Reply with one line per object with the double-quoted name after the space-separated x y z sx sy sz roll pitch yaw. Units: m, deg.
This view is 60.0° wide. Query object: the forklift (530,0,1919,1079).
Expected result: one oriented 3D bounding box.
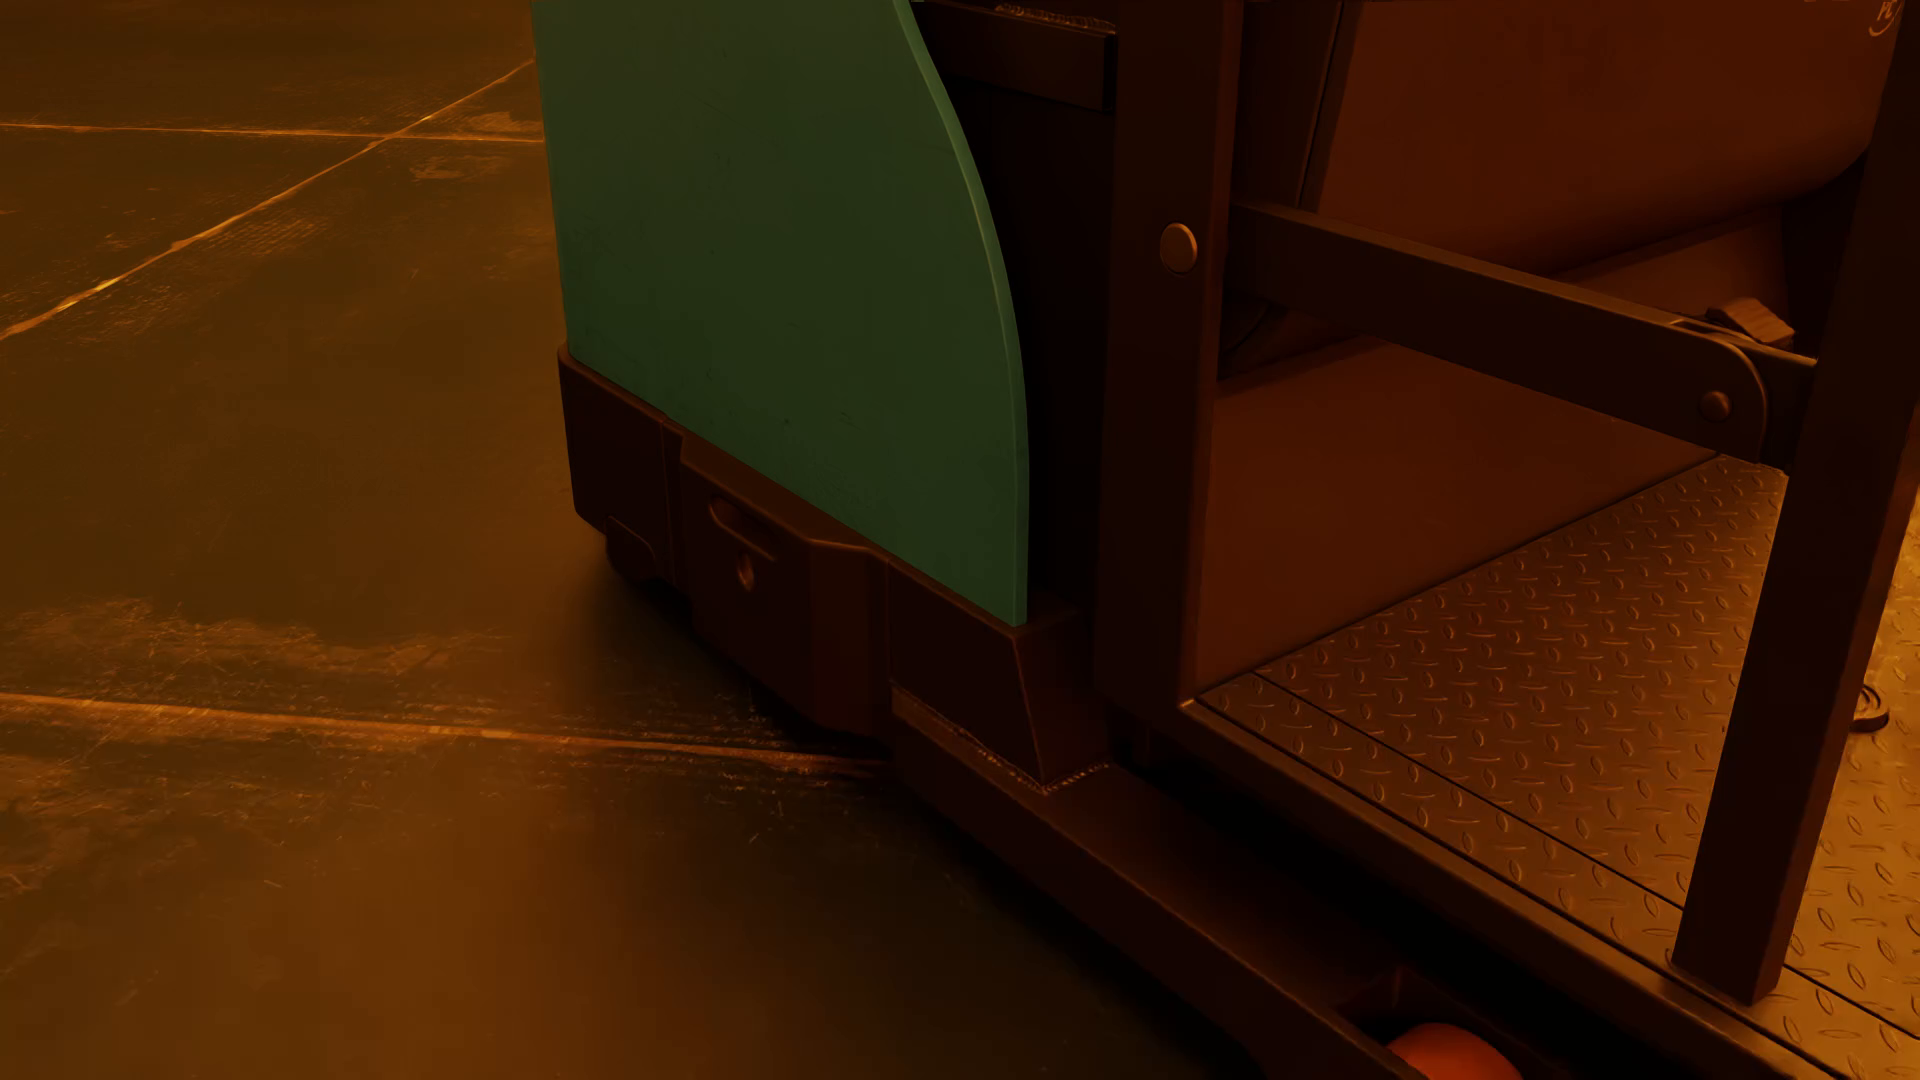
0.735 -0.927 1.075 1.130 2.935 3.031 -19 32 -33 "forklift"
